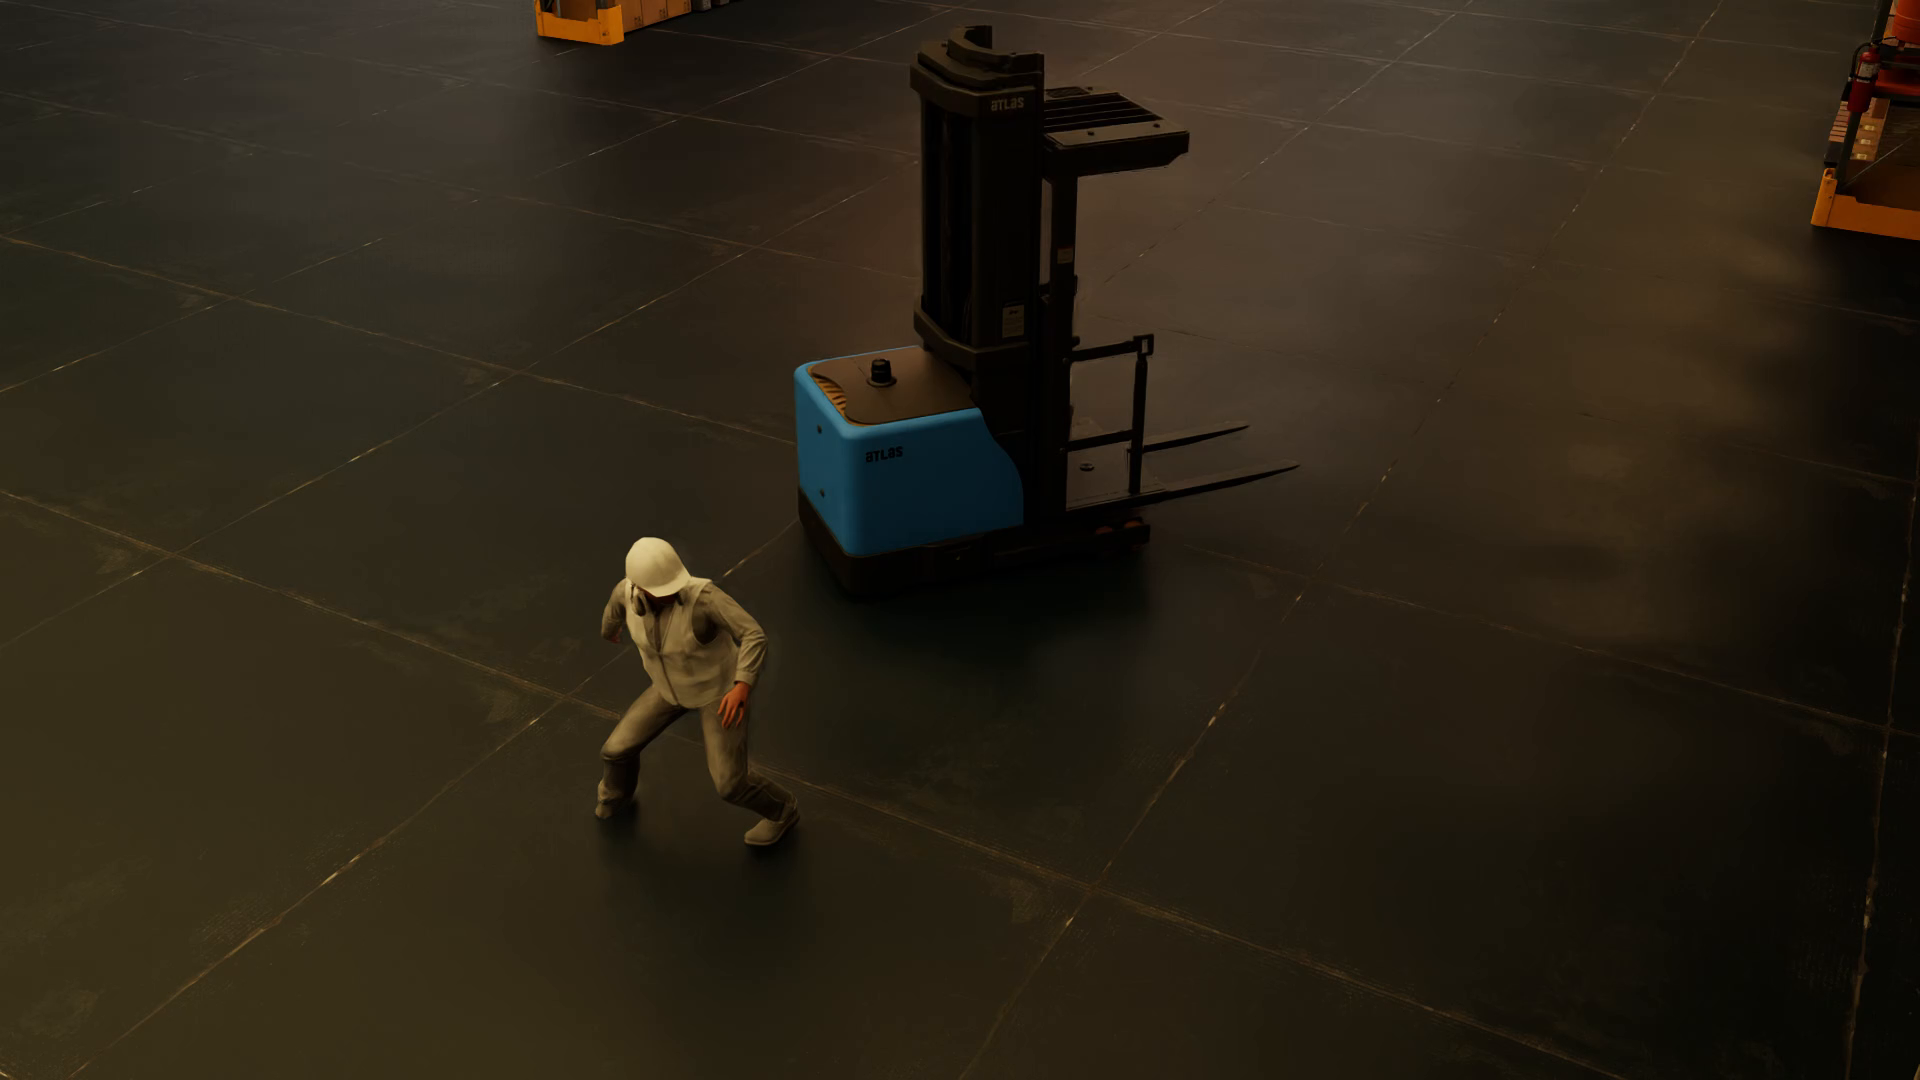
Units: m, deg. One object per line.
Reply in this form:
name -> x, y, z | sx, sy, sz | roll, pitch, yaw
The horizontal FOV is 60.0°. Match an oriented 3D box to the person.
person -> -1.259, 0.673, 7.337 | 1.038, 1.723, 0.575 | 15, 33, 24

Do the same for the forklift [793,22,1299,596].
forklift -> 0.591, -1.414, 9.521 | 3.031, 2.935, 1.130 | -11, 32, -19
